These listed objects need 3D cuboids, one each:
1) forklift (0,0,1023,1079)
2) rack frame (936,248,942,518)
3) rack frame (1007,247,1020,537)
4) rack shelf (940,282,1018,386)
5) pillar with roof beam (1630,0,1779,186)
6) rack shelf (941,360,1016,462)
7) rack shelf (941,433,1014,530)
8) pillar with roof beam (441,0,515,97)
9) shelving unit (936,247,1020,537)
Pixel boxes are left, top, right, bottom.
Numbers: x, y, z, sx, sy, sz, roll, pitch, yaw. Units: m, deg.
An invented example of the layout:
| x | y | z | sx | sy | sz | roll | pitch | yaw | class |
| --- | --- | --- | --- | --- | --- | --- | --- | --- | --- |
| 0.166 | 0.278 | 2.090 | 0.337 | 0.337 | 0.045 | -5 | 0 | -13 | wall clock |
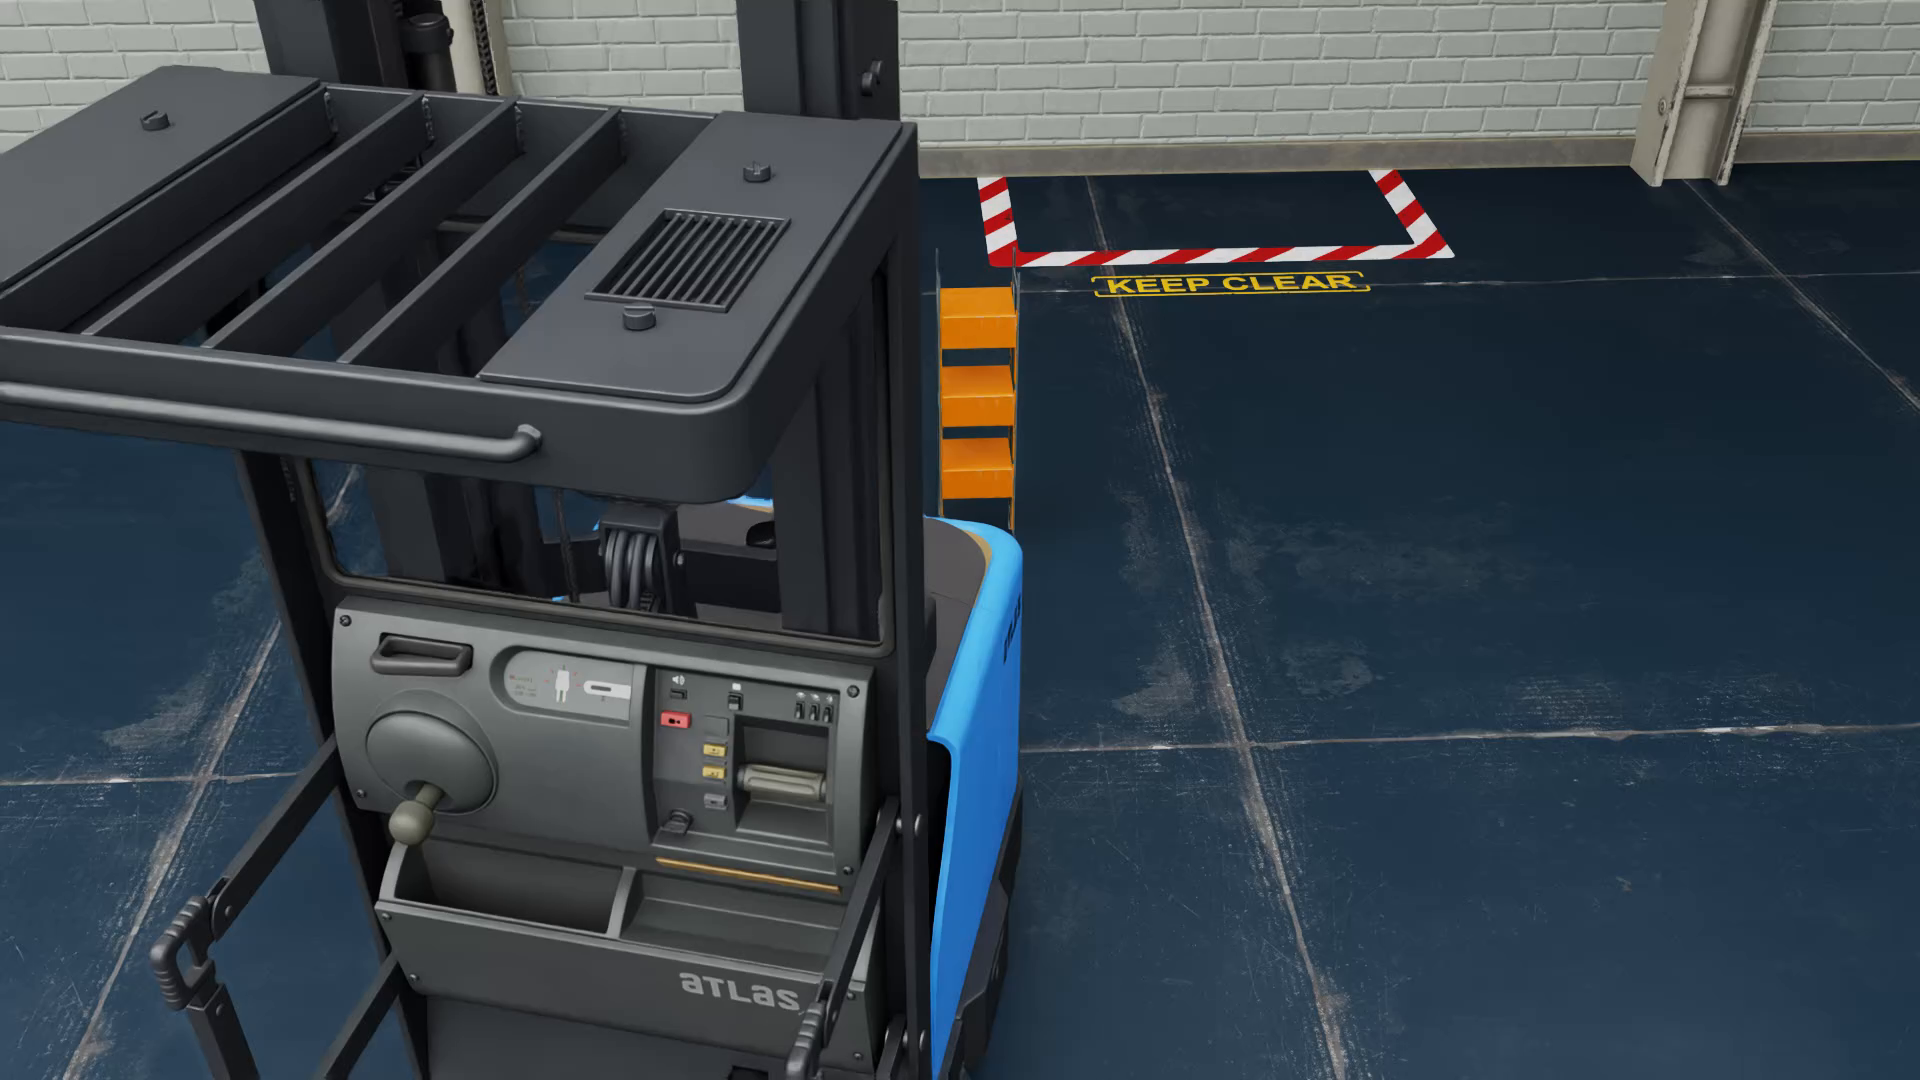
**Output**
| x | y | z | sx | sy | sz | roll | pitch | yaw | class |
| --- | --- | --- | --- | --- | --- | --- | --- | --- | --- |
| -0.648 | 0.407 | 2.587 | 1.130 | 2.935 | 3.031 | 7 | 35 | 10 | forklift |
| -0.068 | -0.430 | 5.449 | 0.008 | 1.050 | 0.200 | -2 | 35 | -2 | rack frame |
| 0.175 | -0.436 | 5.458 | 0.008 | 1.050 | 0.200 | -2 | 35 | -2 | rack frame |
| 0.053 | -0.658 | 5.298 | 0.240 | 0.259 | 0.215 | -2 | 35 | -2 | rack shelf |
| 3.842 | -3.112 | 2.339 | 0.400 | 9.000 | 9.100 | -2 | 35 | -2 | pillar with roof beam |
| 0.053 | -0.424 | 5.459 | 0.240 | 0.259 | 0.215 | -2 | 35 | -2 | rack shelf |
| 0.053 | -0.196 | 5.617 | 0.240 | 0.259 | 0.215 | -2 | 35 | -2 | rack shelf |
| -2.151 | -2.950 | 2.105 | 0.400 | 9.000 | 9.100 | -2 | 35 | -2 | pillar with roof beam |
| 0.053 | -0.433 | 5.453 | 0.252 | 1.050 | 0.215 | -2 | 35 | -2 | shelving unit |
